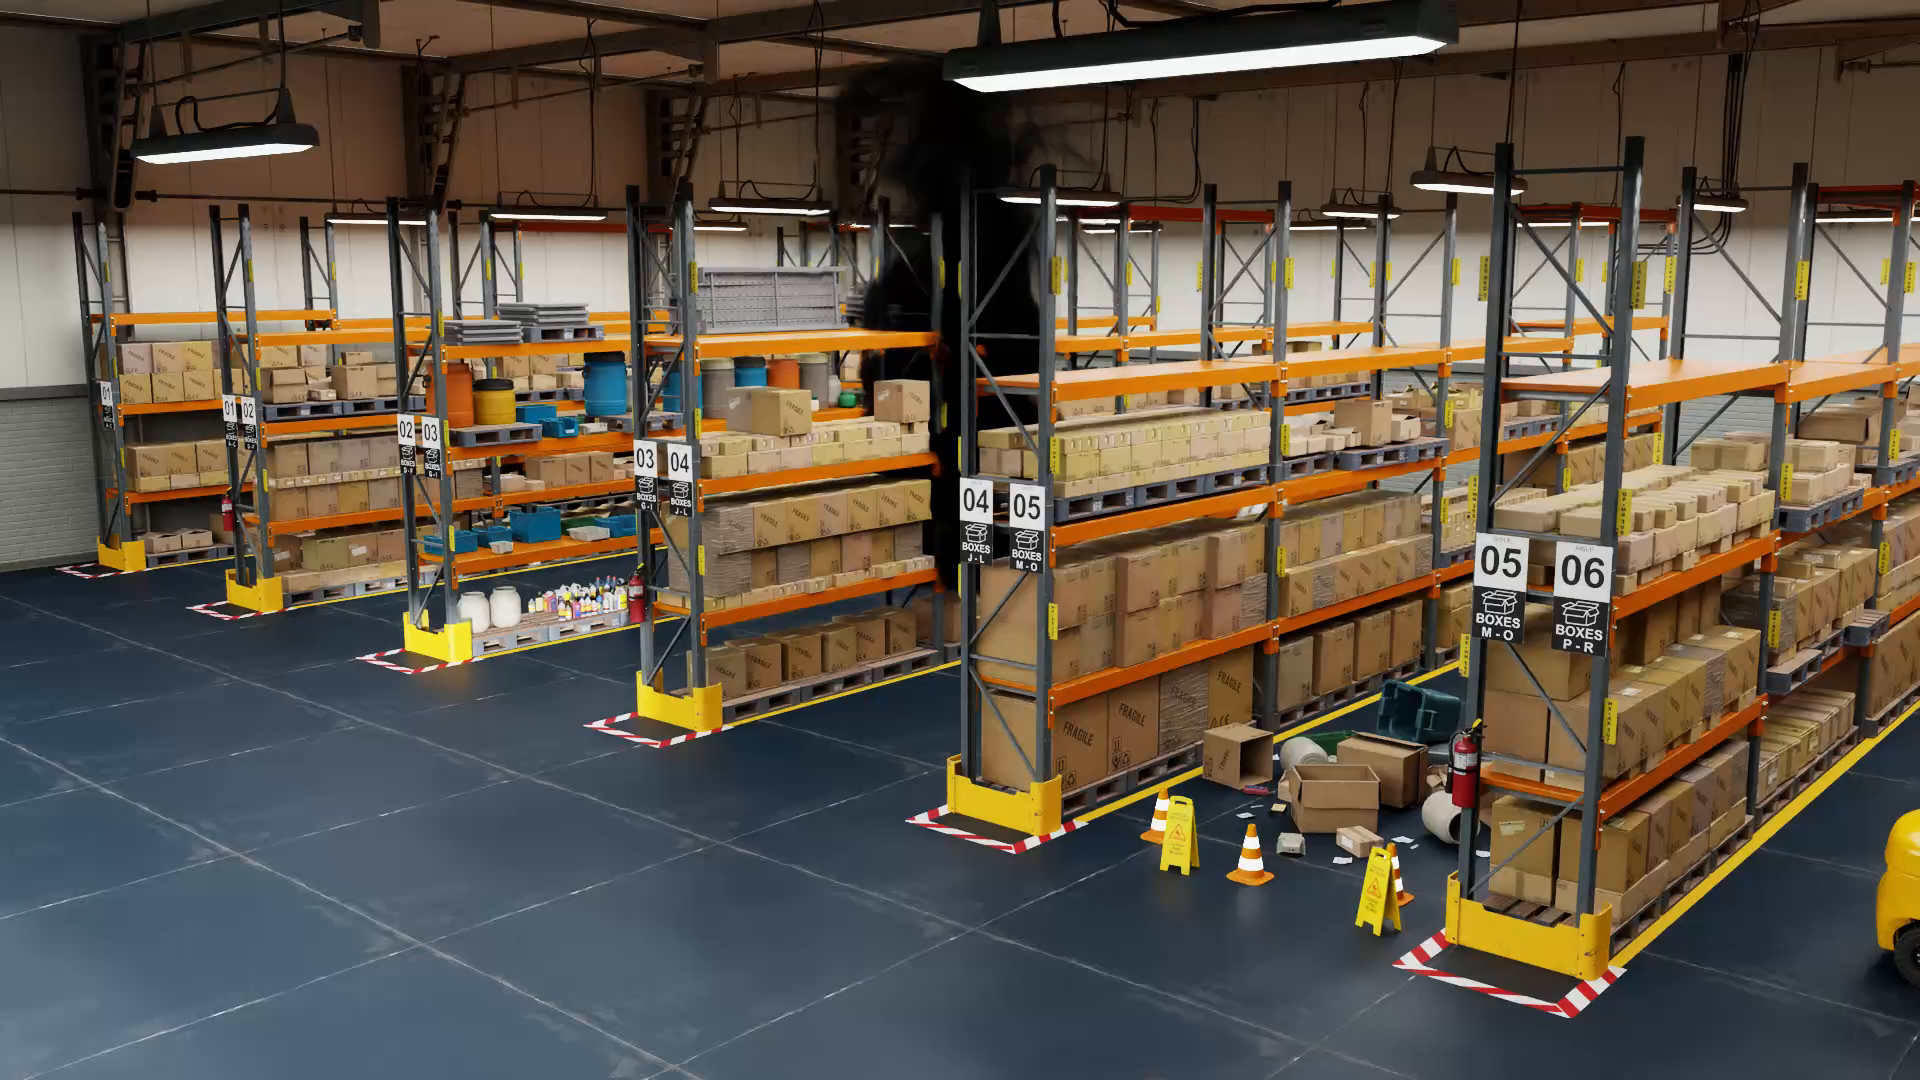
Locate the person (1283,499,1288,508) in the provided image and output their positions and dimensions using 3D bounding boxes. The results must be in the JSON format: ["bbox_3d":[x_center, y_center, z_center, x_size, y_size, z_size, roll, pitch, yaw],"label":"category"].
[{"bbox_3d":[4.212,0.325,22.144,0.699,1.804,0.920,6,11,33],"label":"person"}]

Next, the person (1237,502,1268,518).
[{"bbox_3d":[4.360,-0.033,24.678,0.662,1.691,0.586,7,12,37],"label":"person"}]

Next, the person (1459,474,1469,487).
[{"bbox_3d":[8.181,-0.166,26.996,0.636,1.817,0.711,9,13,42],"label":"person"}]
